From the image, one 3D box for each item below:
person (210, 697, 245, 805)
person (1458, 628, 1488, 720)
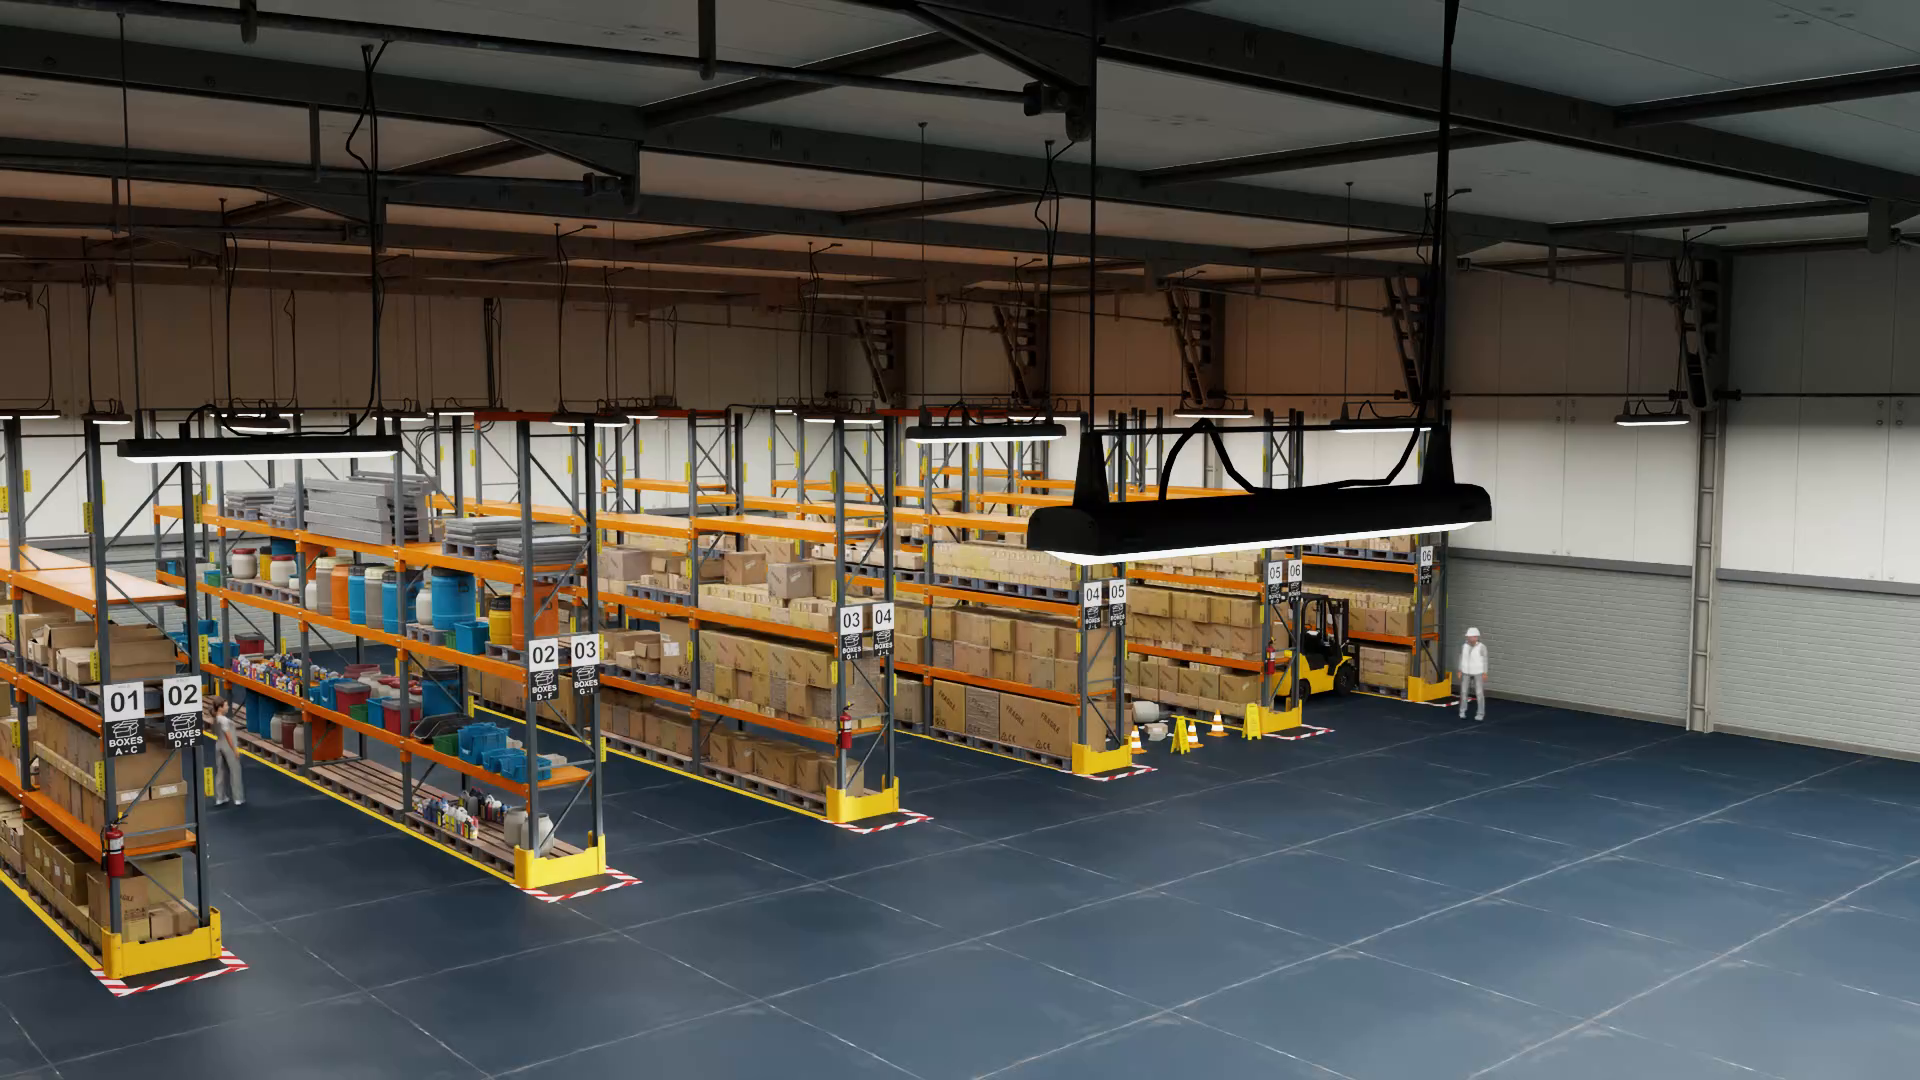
[{"bbox_3d":[-11.262,3.241,25.596,0.505,1.666,0.448,3,6,29],"label":"person"},{"bbox_3d":[9.979,2.593,32.412,0.578,1.777,0.411,4,7,40],"label":"person"}]
